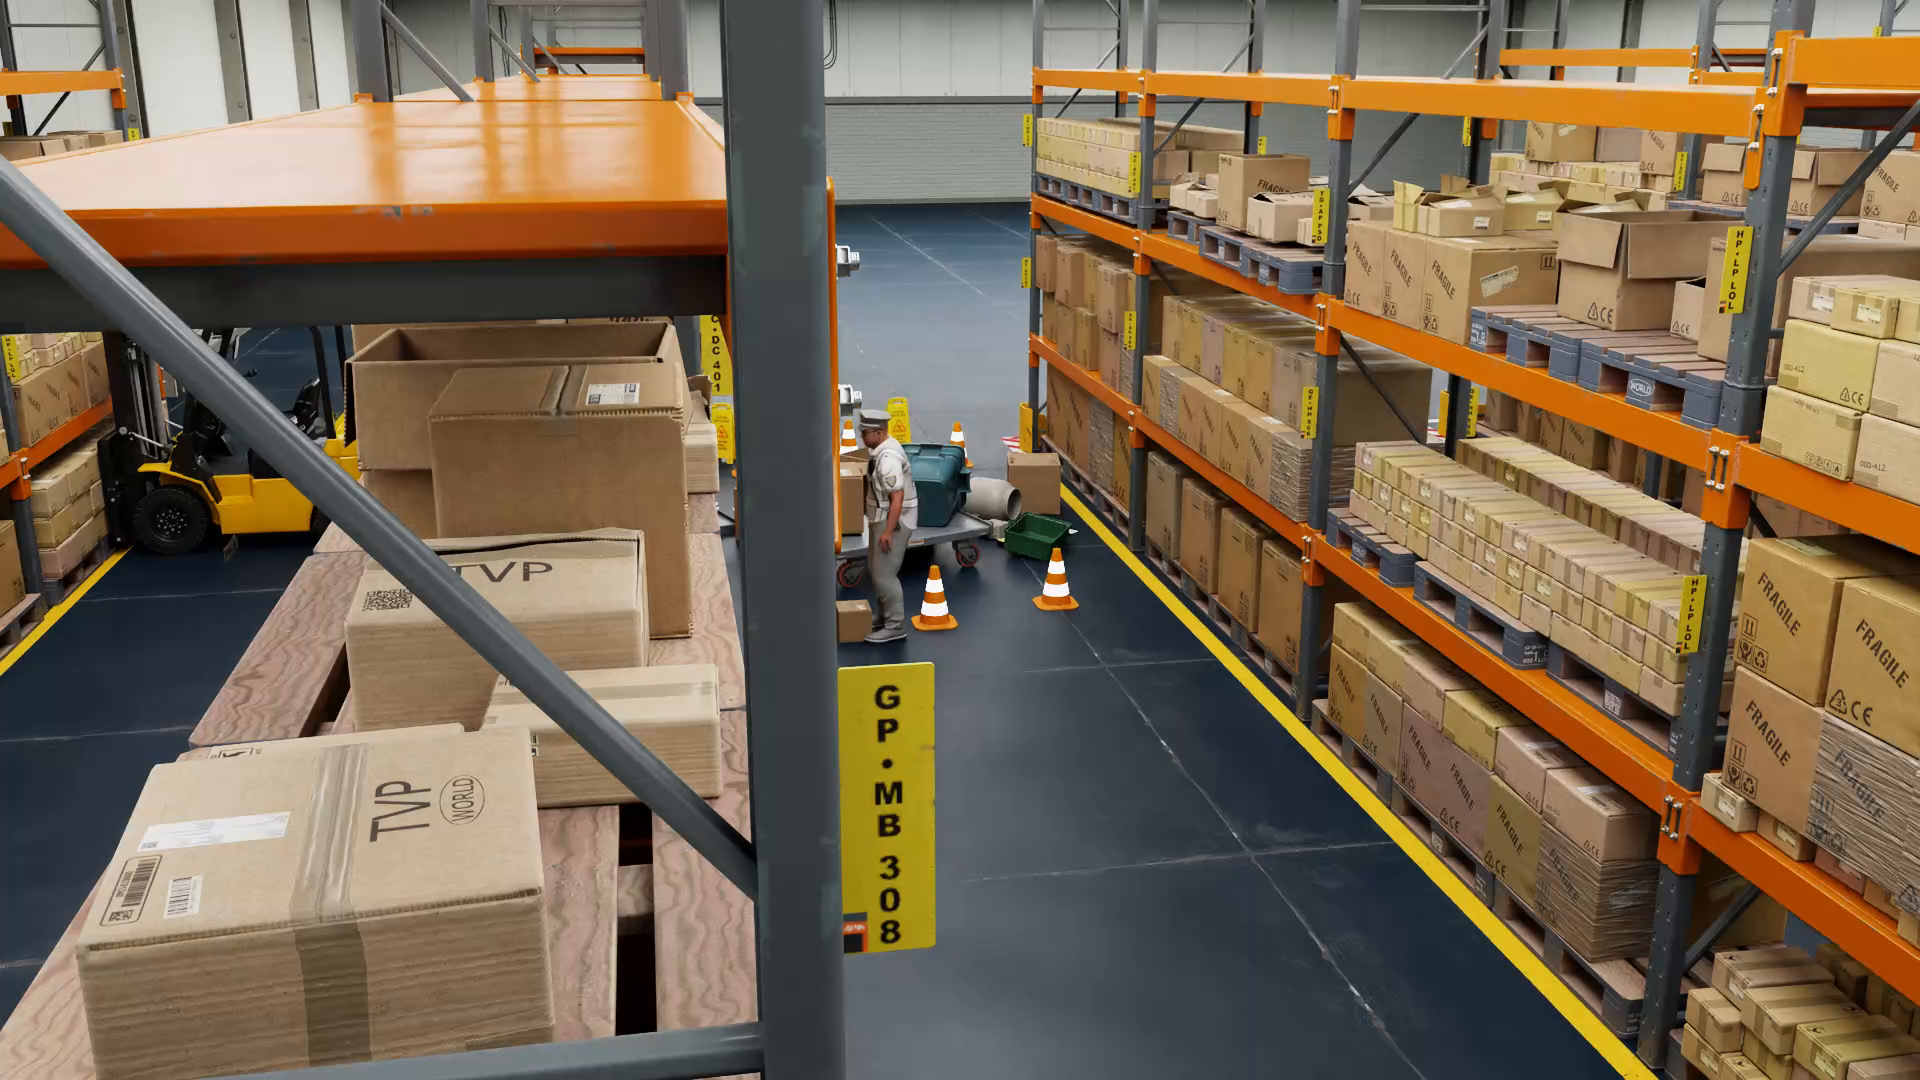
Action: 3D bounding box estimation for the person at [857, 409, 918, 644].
[{"bbox_3d":[-0.542,-0.121,12.437,0.435,1.748,0.590,-3,17,-11],"label":"person"}]
